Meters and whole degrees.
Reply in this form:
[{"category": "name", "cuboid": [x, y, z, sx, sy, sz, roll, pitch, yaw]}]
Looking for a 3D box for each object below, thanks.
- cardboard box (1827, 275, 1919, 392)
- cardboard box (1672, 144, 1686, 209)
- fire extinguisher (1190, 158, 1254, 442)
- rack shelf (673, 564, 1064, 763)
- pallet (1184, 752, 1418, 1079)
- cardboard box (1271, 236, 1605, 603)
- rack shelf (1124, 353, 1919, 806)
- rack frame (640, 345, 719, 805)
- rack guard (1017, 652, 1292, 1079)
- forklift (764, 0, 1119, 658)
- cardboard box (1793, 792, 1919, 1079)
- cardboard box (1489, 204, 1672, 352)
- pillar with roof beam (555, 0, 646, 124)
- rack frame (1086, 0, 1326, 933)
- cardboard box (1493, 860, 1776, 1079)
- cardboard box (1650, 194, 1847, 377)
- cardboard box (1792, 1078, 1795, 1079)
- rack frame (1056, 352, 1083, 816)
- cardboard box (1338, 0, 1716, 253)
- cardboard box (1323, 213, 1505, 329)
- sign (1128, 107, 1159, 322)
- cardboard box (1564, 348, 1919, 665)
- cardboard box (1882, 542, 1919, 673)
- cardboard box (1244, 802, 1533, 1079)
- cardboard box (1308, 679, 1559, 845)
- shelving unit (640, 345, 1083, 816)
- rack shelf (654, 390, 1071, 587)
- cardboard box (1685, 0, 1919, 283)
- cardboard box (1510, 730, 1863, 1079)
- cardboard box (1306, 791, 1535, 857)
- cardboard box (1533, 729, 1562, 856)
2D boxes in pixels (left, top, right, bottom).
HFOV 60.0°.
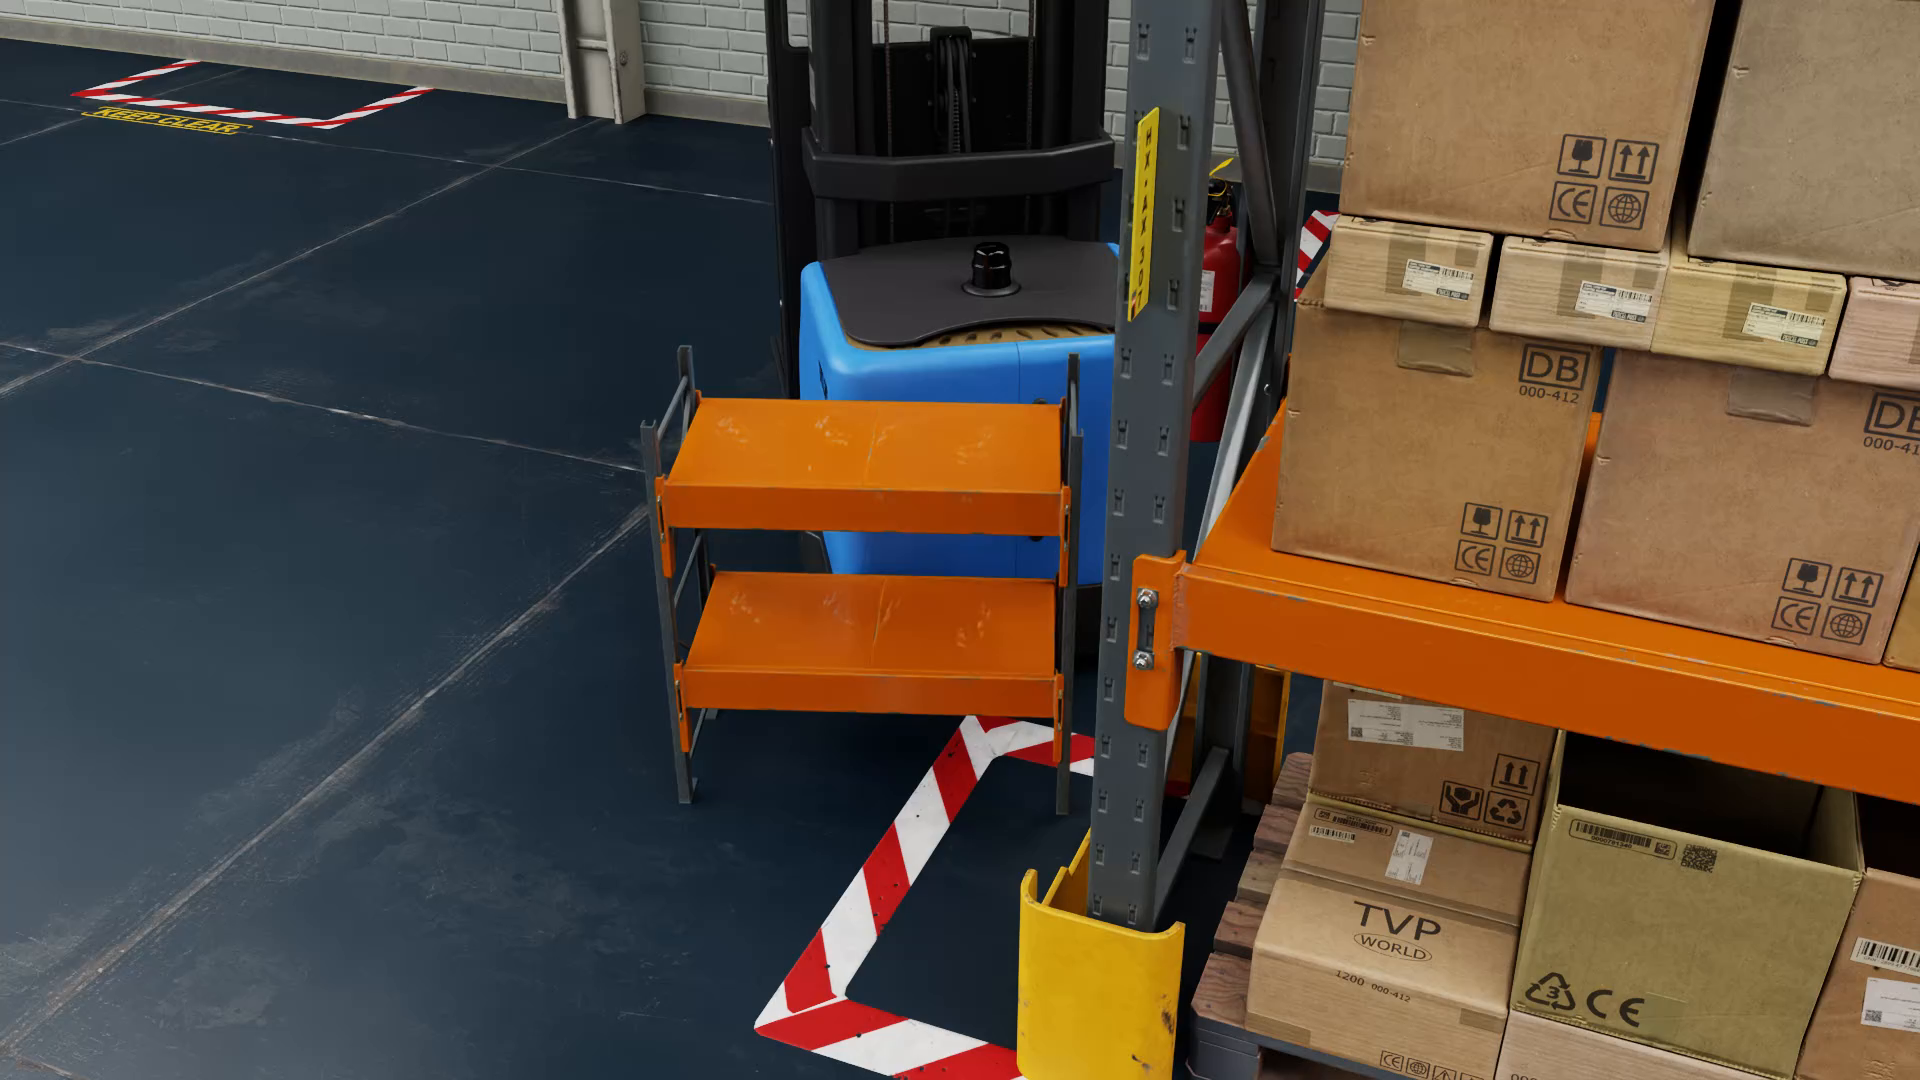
[{"category": "cardboard box", "cuboid": [1.499, -0.371, 2.597, 0.250, 0.149, 0.380, 11, 31, 18]}, {"category": "cardboard box", "cuboid": [1.413, -0.605, 3.011, 0.250, 0.149, 0.380, 11, 31, 18]}, {"category": "fire extinguisher", "cuboid": [0.572, -0.558, 3.767, 0.183, 0.674, 0.296, 11, 31, 19]}, {"category": "rack shelf", "cuboid": [-0.223, 0.326, 4.528, 1.000, 0.278, 0.538, 1, 30, 2]}, {"category": "pallet", "cuboid": [1.231, 0.979, 3.804, 1.213, 0.211, 1.003, 11, 31, 19]}, {"category": "cardboard box", "cuboid": [0.935, -0.309, 3.147, 0.500, 0.500, 0.700, 11, 31, 19]}, {"category": "rack shelf", "cuboid": [2.360, 0.325, 2.857, 4.000, 0.370, 1.077, 11, 31, 19]}, {"category": "rack frame", "cuboid": [-0.731, 0.101, 4.428, 0.032, 1.125, 0.500, 1, 30, 2]}, {"category": "rack guard", "cuboid": [0.485, 0.726, 3.957, 0.348, 0.500, 1.175, 11, 31, 19]}, {"category": "forklift", "cuboid": [-0.116, -1.580, 5.566, 1.130, 2.935, 3.031, -5, 30, -9]}, {"category": "cardboard box", "cuboid": [1.853, 0.709, 3.053, 0.500, 0.500, 0.500, 11, 31, 19]}, {"category": "cardboard box", "cuboid": [1.035, -0.465, 2.764, 0.250, 0.149, 0.380, 10, 31, 18]}, {"category": "pillar with roof beam", "cuboid": [-3.838, -4.641, 4.815, 0.400, 9.000, 9.100, 11, 31, 19]}, {"category": "rack frame", "cuboid": [0.507, -0.358, 3.334, 0.127, 3.000, 1.000, 11, 31, 19]}, {"category": "cardboard box", "cuboid": [1.385, 0.948, 3.392, 0.500, 0.250, 0.500, 11, 31, 19]}, {"category": "cardboard box", "cuboid": [1.266, -0.418, 2.681, 0.250, 0.149, 0.380, 11, 31, 19]}, {"category": "cardboard box", "cuboid": [1.848, 1.041, 3.228, 0.500, 0.250, 0.500, 11, 31, 19]}, {"category": "rack frame", "cuboid": [0.285, 0.124, 4.387, 0.032, 1.125, 0.500, 1, 30, 2]}, {"category": "cardboard box", "cuboid": [0.984, -0.864, 2.810, 0.500, 0.500, 0.700, 11, 31, 19]}, {"category": "cardboard box", "cuboid": [0.790, -0.513, 2.848, 0.250, 0.149, 0.380, 11, 31, 19]}, {"category": "sign", "cuboid": [0.293, -0.517, 2.656, 0.005, 0.325, 0.100, 11, 31, 19]}, {"category": "cardboard box", "cuboid": [1.423, -0.214, 2.979, 0.500, 0.500, 0.700, 12, 32, 20]}, {"category": "cardboard box", "cuboid": [1.881, -0.120, 2.812, 0.500, 0.500, 0.700, 12, 31, 19]}, {"category": "cardboard box", "cuboid": [0.920, 0.857, 3.553, 0.500, 0.250, 0.500, 11, 31, 19]}, {"category": "cardboard box", "cuboid": [1.116, 0.294, 3.788, 0.500, 0.500, 0.500, 11, 31, 19]}, {"category": "shelving unit", "cuboid": [-0.223, 0.113, 4.407, 1.048, 1.125, 0.538, 1, 30, 2]}, {"category": "rack shelf", "cuboid": [-0.223, -0.142, 4.263, 1.000, 0.278, 0.538, 1, 30, 2]}, {"category": "cardboard box", "cuboid": [1.473, -0.769, 2.642, 0.500, 0.500, 0.700, 10, 31, 18]}, {"category": "cardboard box", "cuboid": [1.384, 0.622, 3.206, 0.500, 0.500, 0.500, 11, 31, 19]}, {"category": "cardboard box", "cuboid": [1.115, 0.621, 3.971, 0.500, 0.250, 0.500, 11, 31, 19]}, {"category": "cardboard box", "cuboid": [1.583, 0.708, 3.817, 0.500, 0.250, 0.500, 11, 31, 19]}]
